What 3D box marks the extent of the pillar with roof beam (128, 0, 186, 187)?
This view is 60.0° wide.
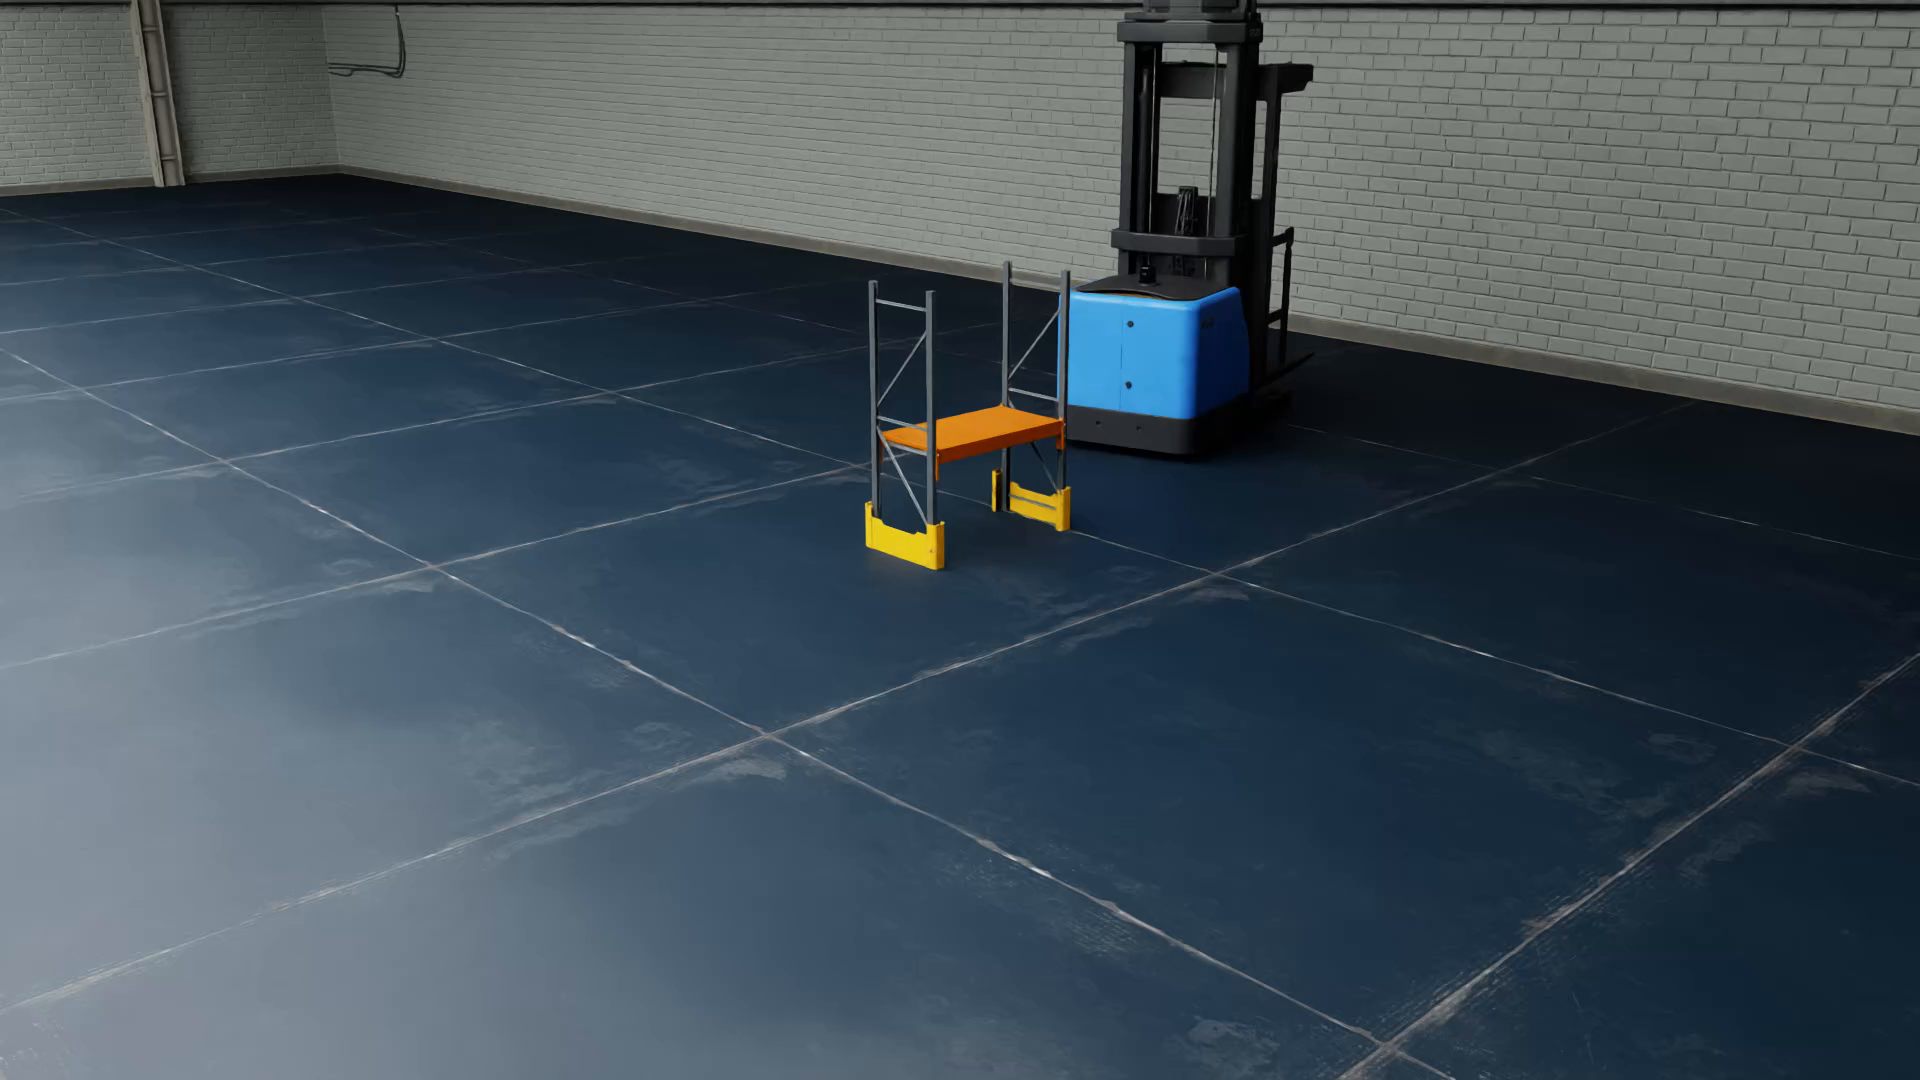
[{"bbox_3d":[-10.198,-9.220,23.331,0.400,9.000,9.100,-16,24,-41],"label":"pillar with roof beam"}]

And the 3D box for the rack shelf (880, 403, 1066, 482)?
[{"bbox_3d":[0.062,-0.560,9.365,1.000,0.185,0.538,-16,24,-41],"label":"rack shelf"}]

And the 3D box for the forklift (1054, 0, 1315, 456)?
[{"bbox_3d":[1.827,-2.362,12.017,1.130,2.935,3.031,10,21,29],"label":"forklift"}]

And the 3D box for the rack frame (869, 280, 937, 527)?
[{"bbox_3d":[-0.307,-0.624,8.977,0.032,1.500,0.500,-16,24,-41],"label":"rack frame"}]

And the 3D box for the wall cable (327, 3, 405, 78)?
[{"bbox_3d":[-10.106,-9.036,27.797,0.112,2.526,3.097,-16,24,-41],"label":"wall cable"}]

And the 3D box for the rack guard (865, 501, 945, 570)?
[{"bbox_3d":[-0.306,-0.030,9.170,0.087,0.250,0.587,-16,24,-41],"label":"rack guard"}]

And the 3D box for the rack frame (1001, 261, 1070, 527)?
[{"bbox_3d":[0.431,-0.839,9.641,0.032,1.500,0.500,-16,24,-41],"label":"rack frame"}]

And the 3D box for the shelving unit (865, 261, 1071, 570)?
[{"bbox_3d":[0.055,-0.730,9.303,1.083,1.500,0.587,-16,24,-41],"label":"shelving unit"}]

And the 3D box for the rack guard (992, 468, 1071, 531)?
[{"bbox_3d":[0.417,-0.241,9.821,0.087,0.250,0.587,-16,24,-41],"label":"rack guard"}]
